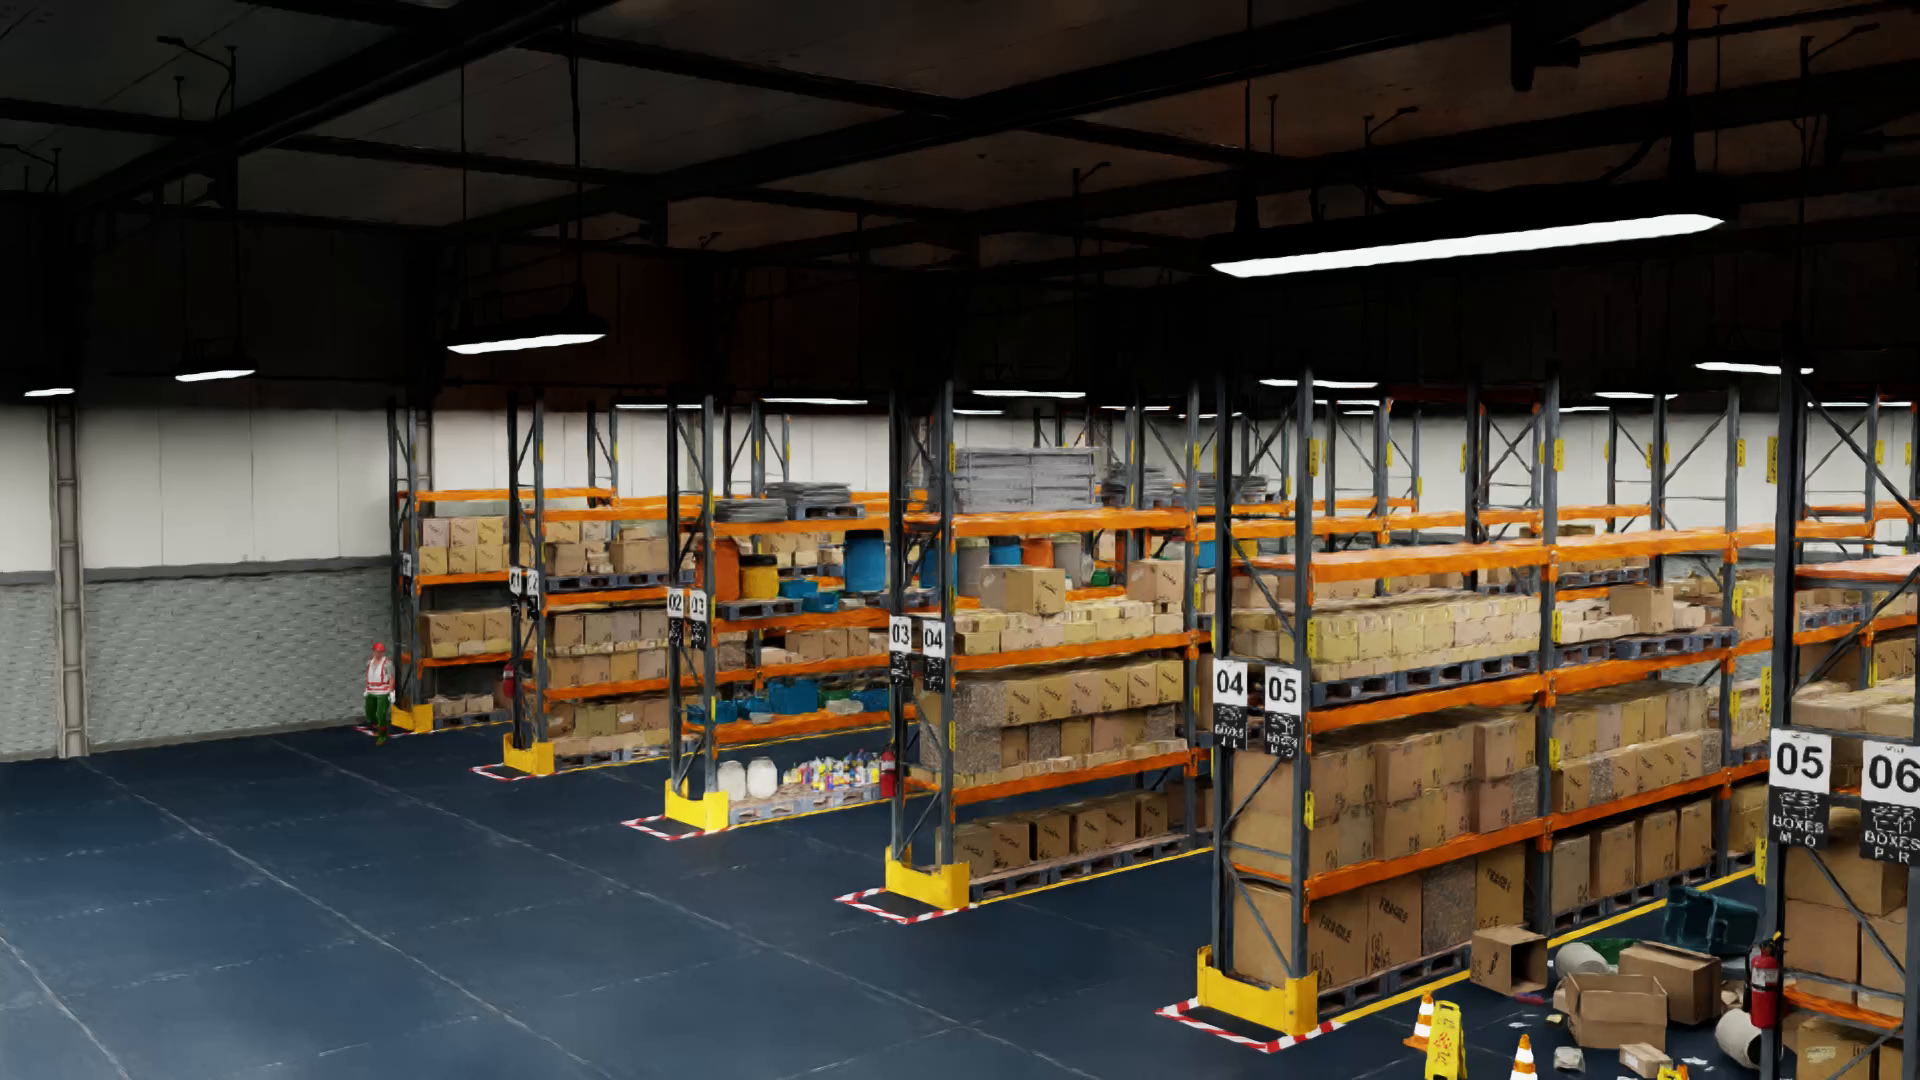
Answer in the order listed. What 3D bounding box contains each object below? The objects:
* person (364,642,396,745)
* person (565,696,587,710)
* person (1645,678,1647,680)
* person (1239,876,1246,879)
[{"bbox_3d":[-9.938,2.615,28.537,0.587,1.777,0.576,1,3,15],"label":"person"},{"bbox_3d":[-6.590,2.635,28.603,1.119,1.700,0.543,-3,4,-42],"label":"person"},{"bbox_3d":[12.612,2.491,30.929,0.737,1.741,0.554,0,3,8],"label":"person"},{"bbox_3d":[3.242,3.264,17.778,0.546,1.733,0.729,-3,4,-42],"label":"person"}]
